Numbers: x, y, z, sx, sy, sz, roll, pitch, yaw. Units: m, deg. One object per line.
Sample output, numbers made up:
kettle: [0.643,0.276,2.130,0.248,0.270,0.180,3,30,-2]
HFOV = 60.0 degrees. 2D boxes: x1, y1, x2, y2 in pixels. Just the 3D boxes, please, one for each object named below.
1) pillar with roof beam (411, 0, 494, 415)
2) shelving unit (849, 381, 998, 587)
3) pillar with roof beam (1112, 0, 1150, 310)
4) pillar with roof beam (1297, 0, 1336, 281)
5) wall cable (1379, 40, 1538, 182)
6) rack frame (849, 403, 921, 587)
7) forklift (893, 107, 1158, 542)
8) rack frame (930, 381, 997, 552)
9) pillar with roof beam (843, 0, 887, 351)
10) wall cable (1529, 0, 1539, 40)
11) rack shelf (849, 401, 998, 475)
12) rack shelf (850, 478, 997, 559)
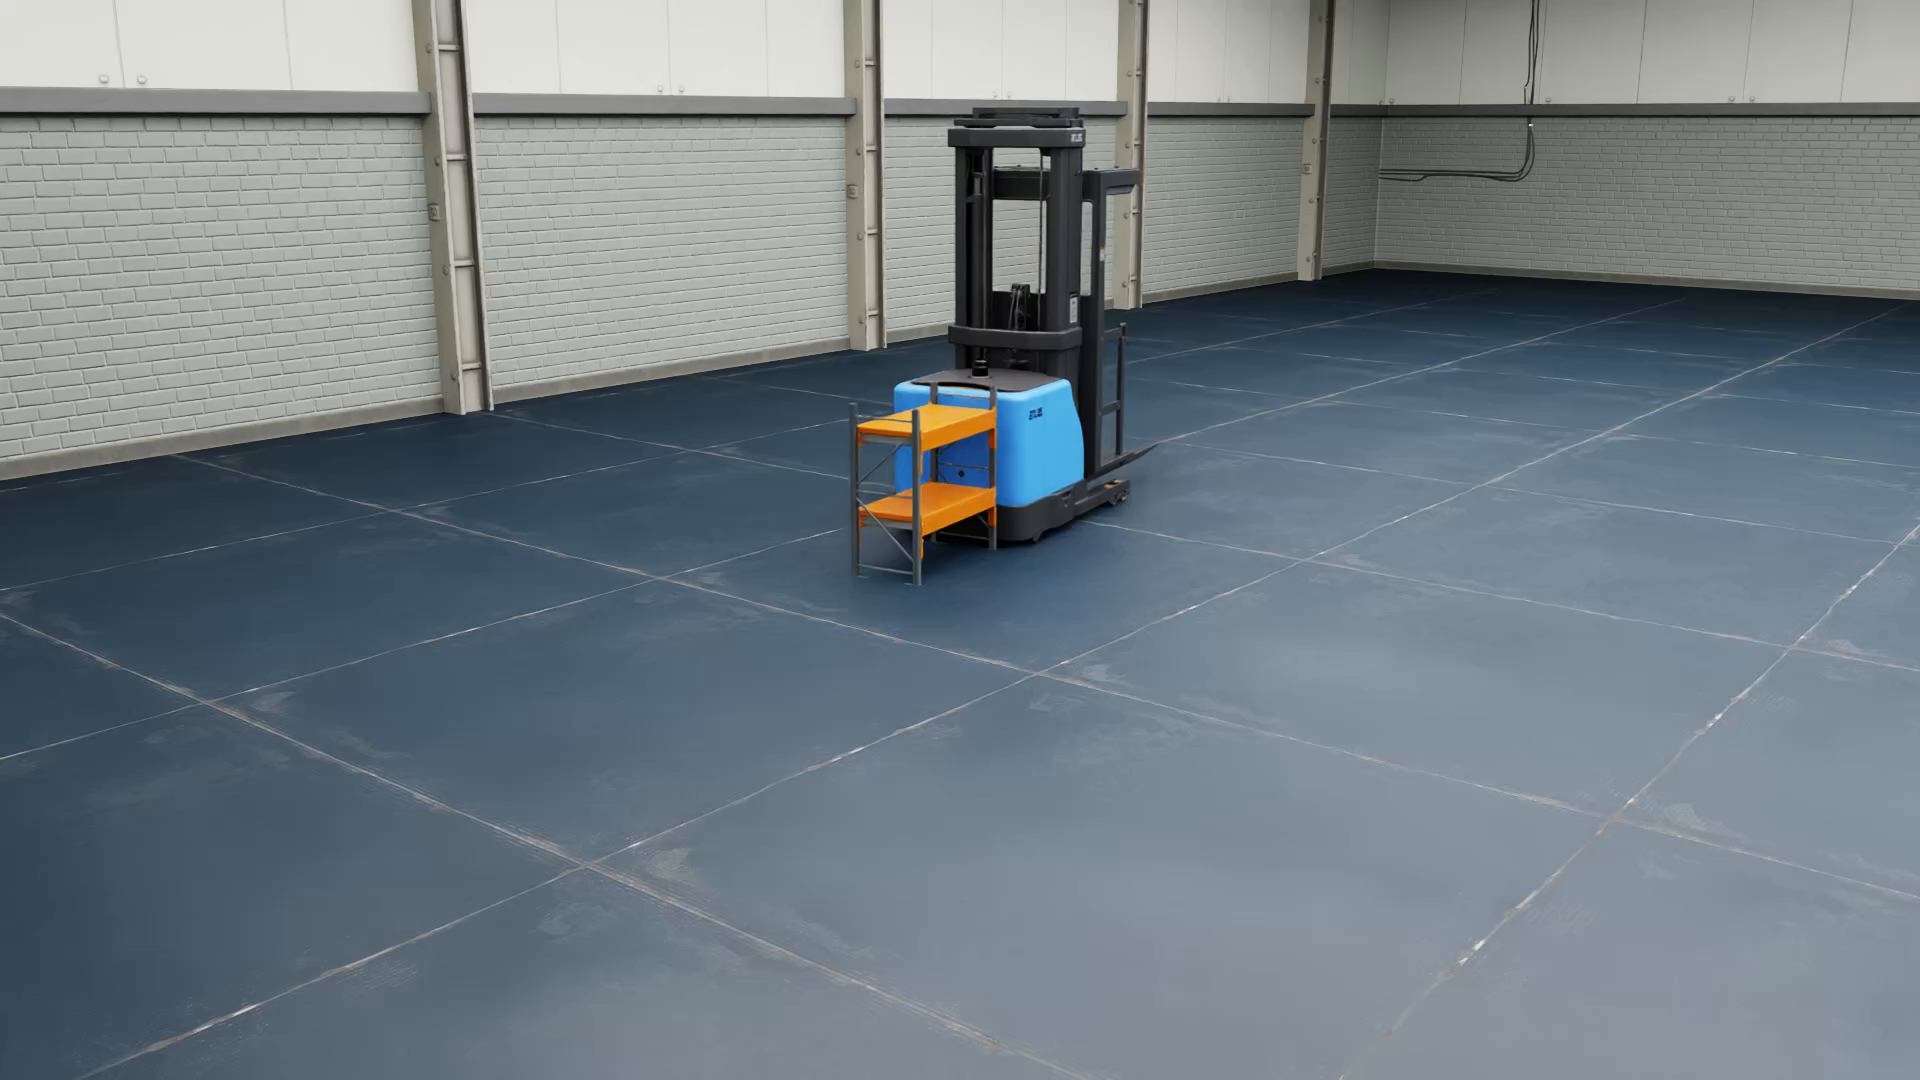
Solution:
pillar with roof beam: [-1.603,-5.000,13.029,9.100,9.000,0.400,11,18,38]
shelving unit: [-0.224,-0.390,10.873,0.538,1.125,1.048,8,16,28]
pillar with roof beam: [5.939,-7.298,22.075,9.100,9.000,0.400,11,18,38]
pillar with roof beam: [9.710,-8.447,26.598,9.100,9.000,0.400,11,18,38]
wall cable: [9.242,-7.968,31.018,3.097,2.526,0.112,11,18,38]
rack frame: [-0.471,-0.280,10.442,0.500,1.125,0.032,8,16,28]
forklift: [0.657,-1.724,12.457,1.130,2.935,3.031,7,16,27]
rack frame: [0.022,-0.499,11.304,0.500,1.125,0.032,8,16,28]
pillar with roof beam: [2.168,-6.149,17.552,9.100,9.000,0.400,11,18,38]
wall cable: [11.346,-9.997,28.749,3.097,2.526,0.112,11,18,38]
rack shelf: [-0.224,-0.674,10.801,0.538,0.278,1.000,8,16,28]
rack shelf: [-0.224,-0.153,10.933,0.538,0.278,1.000,8,16,28]
